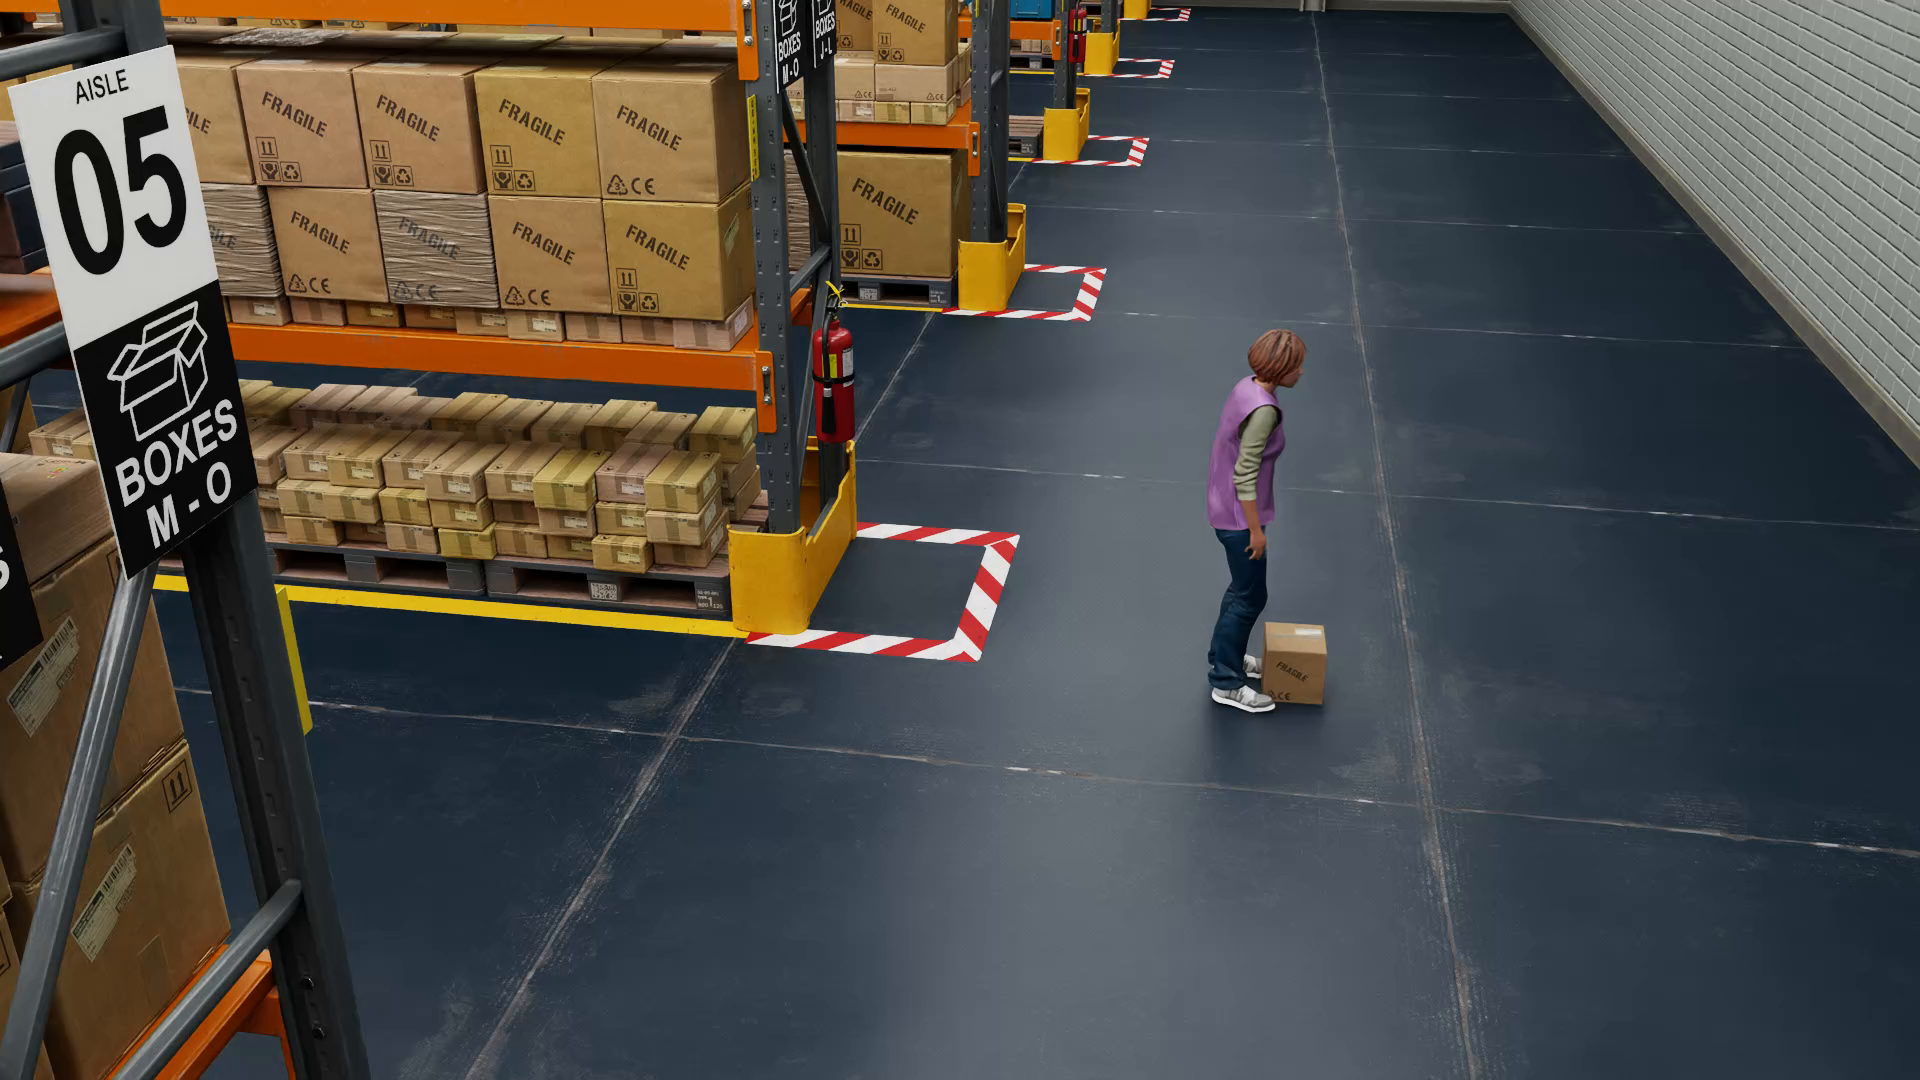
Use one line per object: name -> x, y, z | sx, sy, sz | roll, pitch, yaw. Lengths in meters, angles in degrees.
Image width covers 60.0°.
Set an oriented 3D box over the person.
person -> 1.184, -0.094, 6.822 | 0.348, 1.592, 0.469 | 3, 25, 6
